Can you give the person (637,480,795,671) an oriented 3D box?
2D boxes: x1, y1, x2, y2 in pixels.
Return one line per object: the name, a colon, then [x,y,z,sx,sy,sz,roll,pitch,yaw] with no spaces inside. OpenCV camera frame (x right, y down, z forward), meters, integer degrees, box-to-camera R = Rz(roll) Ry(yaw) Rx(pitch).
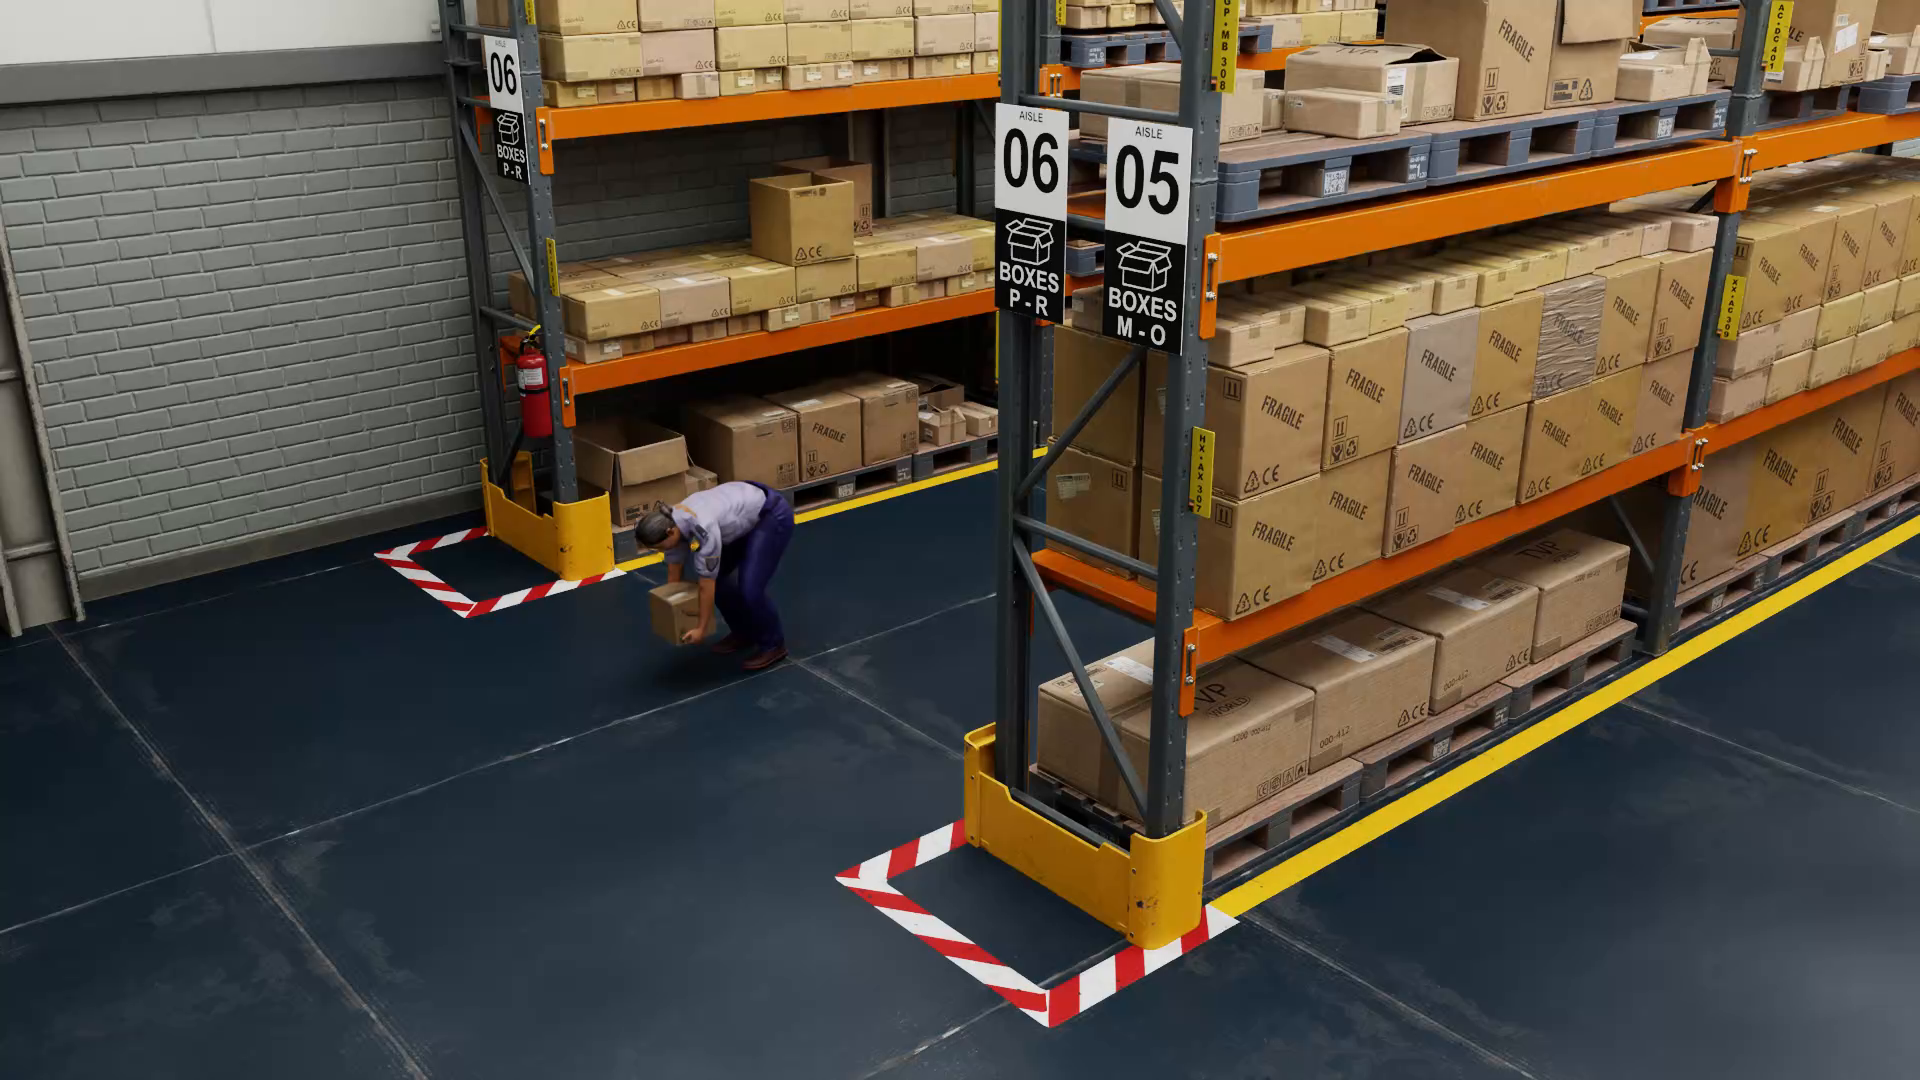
person: [-1.310,0.218,8.936,0.910,1.004,0.482,-18,28,-39]
